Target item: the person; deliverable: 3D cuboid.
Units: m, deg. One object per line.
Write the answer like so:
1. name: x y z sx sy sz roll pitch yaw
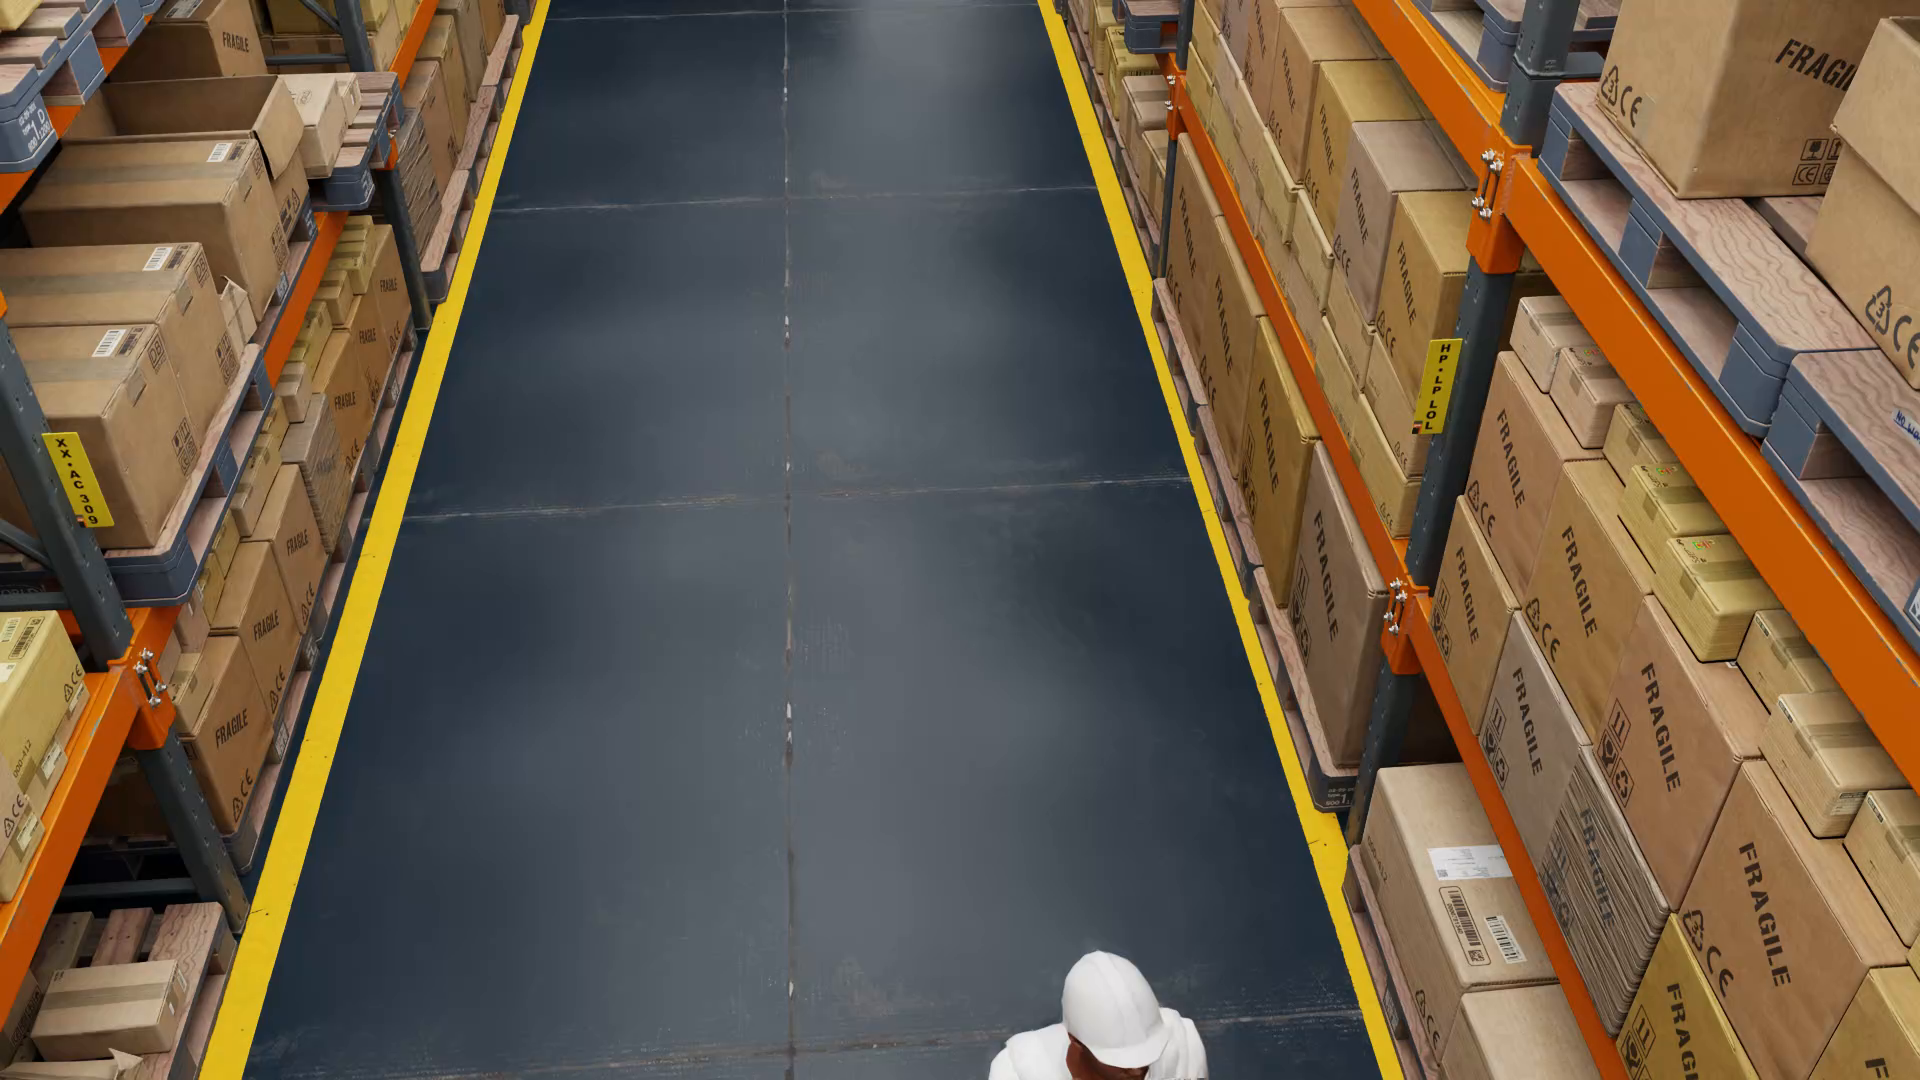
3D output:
1. person: 0.323 1.607 4.099 0.571 1.754 0.563 -9 40 -11
